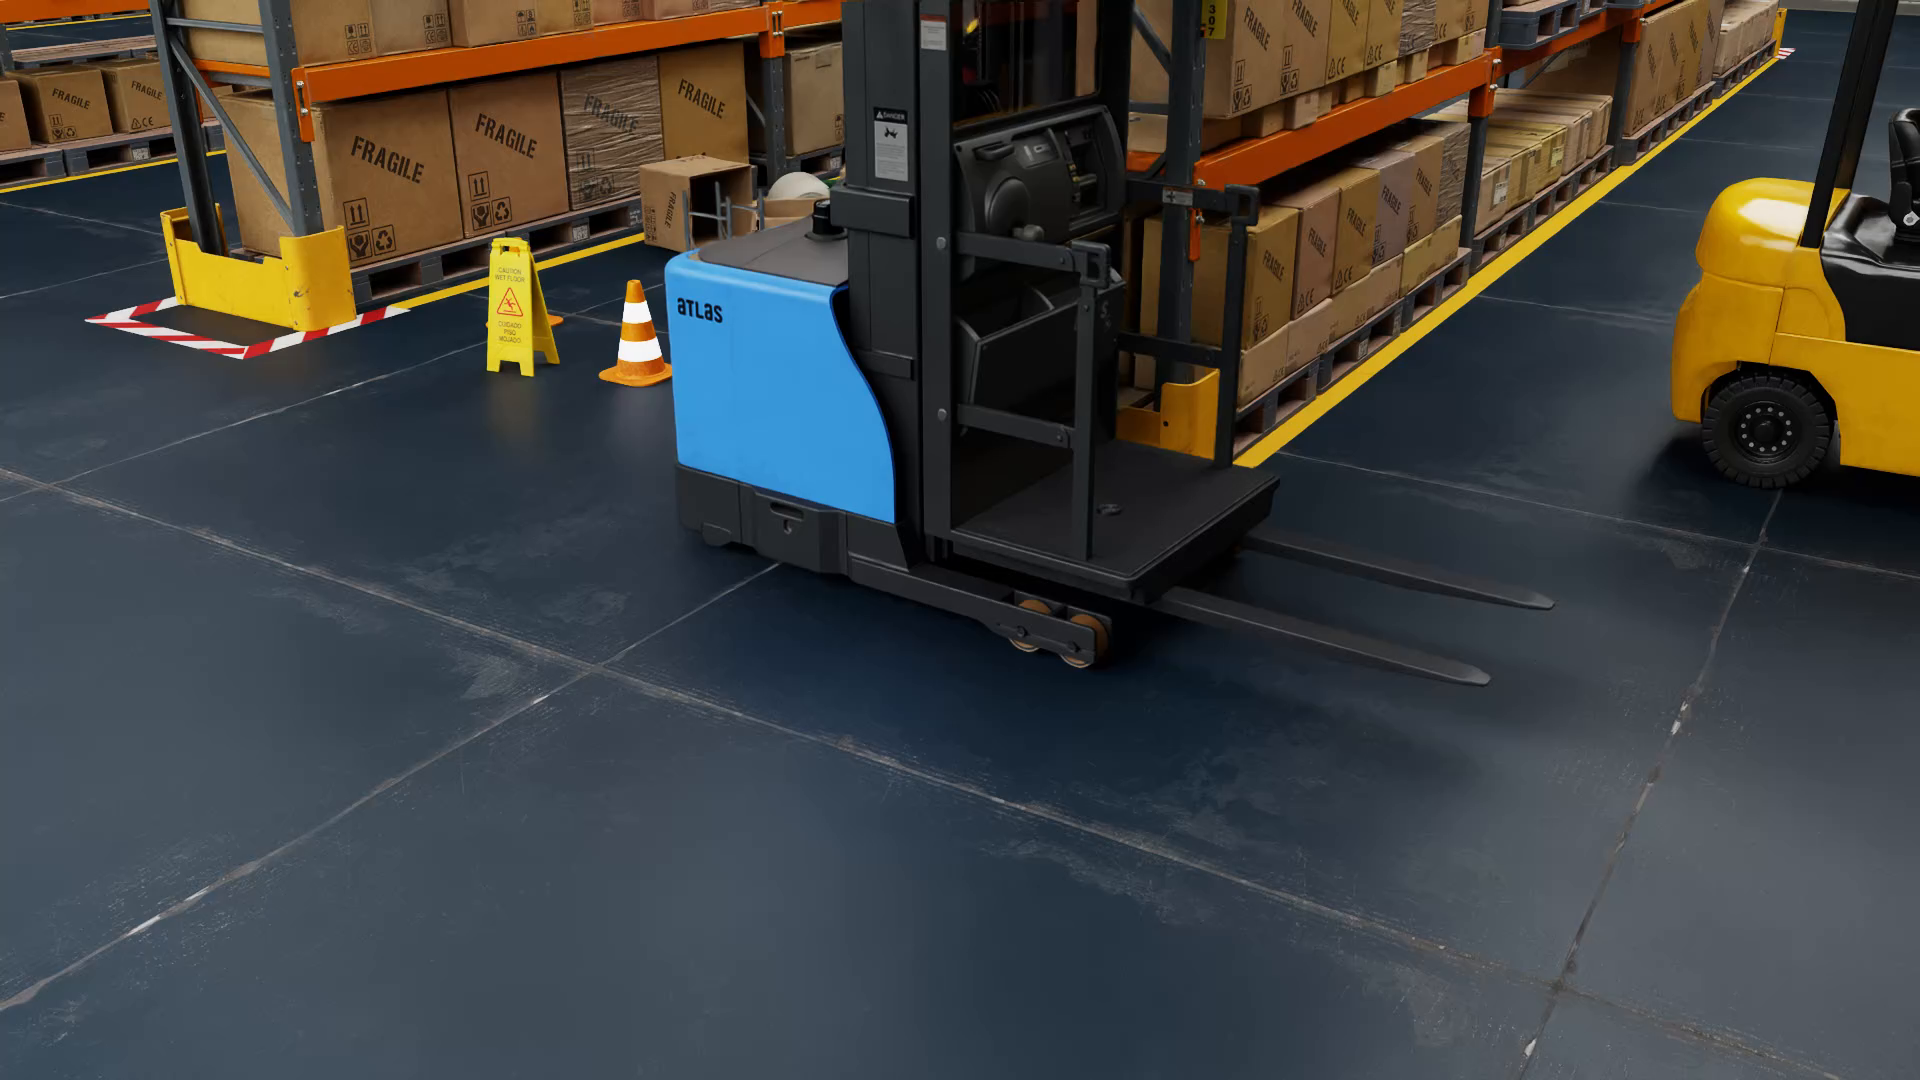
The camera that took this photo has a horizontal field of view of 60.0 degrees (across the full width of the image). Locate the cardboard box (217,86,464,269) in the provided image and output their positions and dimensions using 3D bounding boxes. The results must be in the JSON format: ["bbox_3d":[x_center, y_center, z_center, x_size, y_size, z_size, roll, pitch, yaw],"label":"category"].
[{"bbox_3d":[-3.522,-2.116,9.509,0.875,0.875,0.875,14,27,29],"label":"cardboard box"}]

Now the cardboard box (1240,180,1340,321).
[{"bbox_3d":[1.380,-1.327,7.529,0.500,0.500,0.500,13,26,27],"label":"cardboard box"}]

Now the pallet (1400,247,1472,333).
[{"bbox_3d":[2.221,-1.489,9.424,1.003,0.211,1.213,14,27,29],"label":"pallet"}]

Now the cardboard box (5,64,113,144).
[{"bbox_3d":[-7.008,-3.398,12.943,0.500,0.500,0.500,17,29,34],"label":"cardboard box"}]

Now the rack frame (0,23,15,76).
[{"bbox_3d":[-10.082,-6.117,16.605,1.000,3.000,0.127,14,27,29],"label":"rack frame"}]

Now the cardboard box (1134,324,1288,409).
[{"bbox_3d":[1.096,-0.798,7.250,0.500,0.250,0.500,14,27,29],"label":"cardboard box"}]

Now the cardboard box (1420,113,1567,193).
[{"bbox_3d":[3.561,-2.645,11.364,0.950,0.372,0.625,15,28,31],"label":"cardboard box"}]

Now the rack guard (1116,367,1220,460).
[{"bbox_3d":[0.475,-0.531,6.848,1.175,0.500,0.348,14,27,29],"label":"rack guard"}]

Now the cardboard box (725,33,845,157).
[{"bbox_3d":[-1.462,-3.395,12.619,1.050,0.750,0.750,14,27,29],"label":"cardboard box"}]

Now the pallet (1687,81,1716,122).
[{"bbox_3d":[6.422,-4.147,15.563,1.003,0.211,1.213,14,27,29],"label":"pallet"}]

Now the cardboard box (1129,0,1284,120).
[{"bbox_3d":[0.921,-1.937,6.448,0.500,0.500,0.500,13,27,28],"label":"cardboard box"}]

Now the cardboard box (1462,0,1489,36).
[{"bbox_3d":[2.522,-2.983,8.865,0.500,0.500,0.500,13,27,28],"label":"cardboard box"}]

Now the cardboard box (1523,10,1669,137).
[{"bbox_3d":[5.090,-3.786,13.366,0.875,0.875,0.875,14,27,28],"label":"cardboard box"}]

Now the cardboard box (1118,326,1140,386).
[{"bbox_3d":[0.646,-0.921,7.534,0.500,0.250,0.500,14,27,29],"label":"cardboard box"}]

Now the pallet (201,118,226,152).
[{"bbox_3d":[-6.198,-3.566,14.221,1.003,0.211,1.213,14,27,29],"label":"pallet"}]

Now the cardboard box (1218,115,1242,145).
[{"bbox_3d":[0.911,-1.697,6.710,0.380,0.149,0.250,14,27,30],"label":"cardboard box"}]

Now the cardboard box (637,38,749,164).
[{"bbox_3d":[-2.105,-3.026,11.610,0.875,0.875,0.875,14,27,30],"label":"cardboard box"}]

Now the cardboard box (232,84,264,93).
[{"bbox_3d":[-6.119,-3.998,14.328,0.500,0.500,0.500,13,27,27],"label":"cardboard box"}]

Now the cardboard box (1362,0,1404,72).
[{"bbox_3d":[1.720,-2.458,7.652,0.500,0.500,0.500,13,27,28],"label":"cardboard box"}]

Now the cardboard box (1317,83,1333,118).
[{"bbox_3d":[1.401,-1.940,7.271,0.380,0.149,0.250,15,27,30],"label":"cardboard box"}]

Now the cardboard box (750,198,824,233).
[{"bbox_3d":[-0.789,-1.630,9.383,0.797,0.503,0.637,-3,24,-7],"label":"cardboard box"}]

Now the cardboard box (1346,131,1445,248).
[{"bbox_3d":[2.194,-1.850,8.736,0.500,0.500,0.500,14,27,30],"label":"cardboard box"}]

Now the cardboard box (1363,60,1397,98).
[{"bbox_3d":[1.836,-2.197,7.865,0.380,0.149,0.250,14,27,29],"label":"cardboard box"}]

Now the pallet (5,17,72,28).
[{"bbox_3d":[-12.645,-6.957,22.056,1.003,0.211,1.213,14,27,29],"label":"pallet"}]

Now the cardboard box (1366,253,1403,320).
[{"bbox_3d":[1.917,-1.325,8.468,0.500,0.250,0.500,14,27,30],"label":"cardboard box"}]

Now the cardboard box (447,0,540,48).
[{"bbox_3d":[-2.992,-3.212,9.706,0.875,0.550,0.550,14,27,29],"label":"cardboard box"}]

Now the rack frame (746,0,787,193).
[{"bbox_3d":[-1.713,-4.006,11.728,1.000,3.000,0.127,14,27,29],"label":"rack frame"}]

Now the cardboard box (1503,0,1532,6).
[{"bbox_3d":[3.105,-3.200,9.655,0.380,0.149,0.250,14,27,30],"label":"cardboard box"}]

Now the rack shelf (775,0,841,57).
[{"bbox_3d":[-0.658,-4.351,13.430,1.077,0.370,4.000,14,27,29],"label":"rack shelf"}]

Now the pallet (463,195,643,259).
[{"bbox_3d":[-2.824,-2.073,10.772,1.003,0.211,1.213,14,27,29],"label":"pallet"}]

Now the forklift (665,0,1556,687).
[{"bbox_3d":[0.442,-1.177,5.280,3.031,2.935,1.130,15,28,32],"label":"forklift"}]

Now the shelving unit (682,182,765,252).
[{"bbox_3d":[-0.897,-0.777,6.532,0.258,1.200,0.189,15,28,32],"label":"shelving unit"}]

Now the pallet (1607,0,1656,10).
[{"bbox_3d":[4.370,-4.002,11.960,1.213,0.211,1.003,14,27,29],"label":"pallet"}]

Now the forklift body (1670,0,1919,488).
[{"bbox_3d":[4.105,-1.247,6.422,2.313,2.155,1.214,14,27,29],"label":"forklift body"}]

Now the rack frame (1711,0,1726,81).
[{"bbox_3d":[6.765,-5.703,15.648,1.000,3.000,0.127,14,27,29],"label":"rack frame"}]

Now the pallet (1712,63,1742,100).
[{"bbox_3d":[7.233,-4.663,16.756,1.003,0.211,1.213,14,27,29],"label":"pallet"}]

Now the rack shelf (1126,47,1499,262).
[{"bbox_3d":[1.490,-1.998,7.994,1.077,0.370,4.000,14,27,29],"label":"rack shelf"}]

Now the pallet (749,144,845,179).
[{"bbox_3d":[-1.370,-3.002,12.920,1.003,0.211,1.213,14,27,29],"label":"pallet"}]

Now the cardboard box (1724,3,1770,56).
[{"bbox_3d":[8.136,-5.515,17.911,0.875,0.438,0.875,15,27,30],"label":"cardboard box"}]

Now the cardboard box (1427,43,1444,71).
[{"bbox_3d":[2.305,-2.558,8.699,0.380,0.149,0.250,14,27,29],"label":"cardboard box"}]

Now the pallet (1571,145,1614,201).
[{"bbox_3d":[4.242,-2.810,12.474,1.003,0.211,1.213,14,27,29],"label":"pallet"}]

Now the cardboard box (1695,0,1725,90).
[{"bbox_3d":[6.506,-4.694,15.464,0.875,0.875,0.875,15,27,31],"label":"cardboard box"}]

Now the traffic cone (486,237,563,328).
[{"bbox_3d":[-2.337,-1.373,8.840,0.336,0.463,0.334,14,27,29],"label":"traffic cone"}]

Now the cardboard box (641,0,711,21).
[{"bbox_3d":[-2.169,-3.757,10.965,0.875,0.550,0.550,14,27,29],"label":"cardboard box"}]

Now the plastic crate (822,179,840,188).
[{"bbox_3d":[-0.692,-2.409,11.505,0.662,0.188,0.450,-12,16,-26],"label":"plastic crate"}]
